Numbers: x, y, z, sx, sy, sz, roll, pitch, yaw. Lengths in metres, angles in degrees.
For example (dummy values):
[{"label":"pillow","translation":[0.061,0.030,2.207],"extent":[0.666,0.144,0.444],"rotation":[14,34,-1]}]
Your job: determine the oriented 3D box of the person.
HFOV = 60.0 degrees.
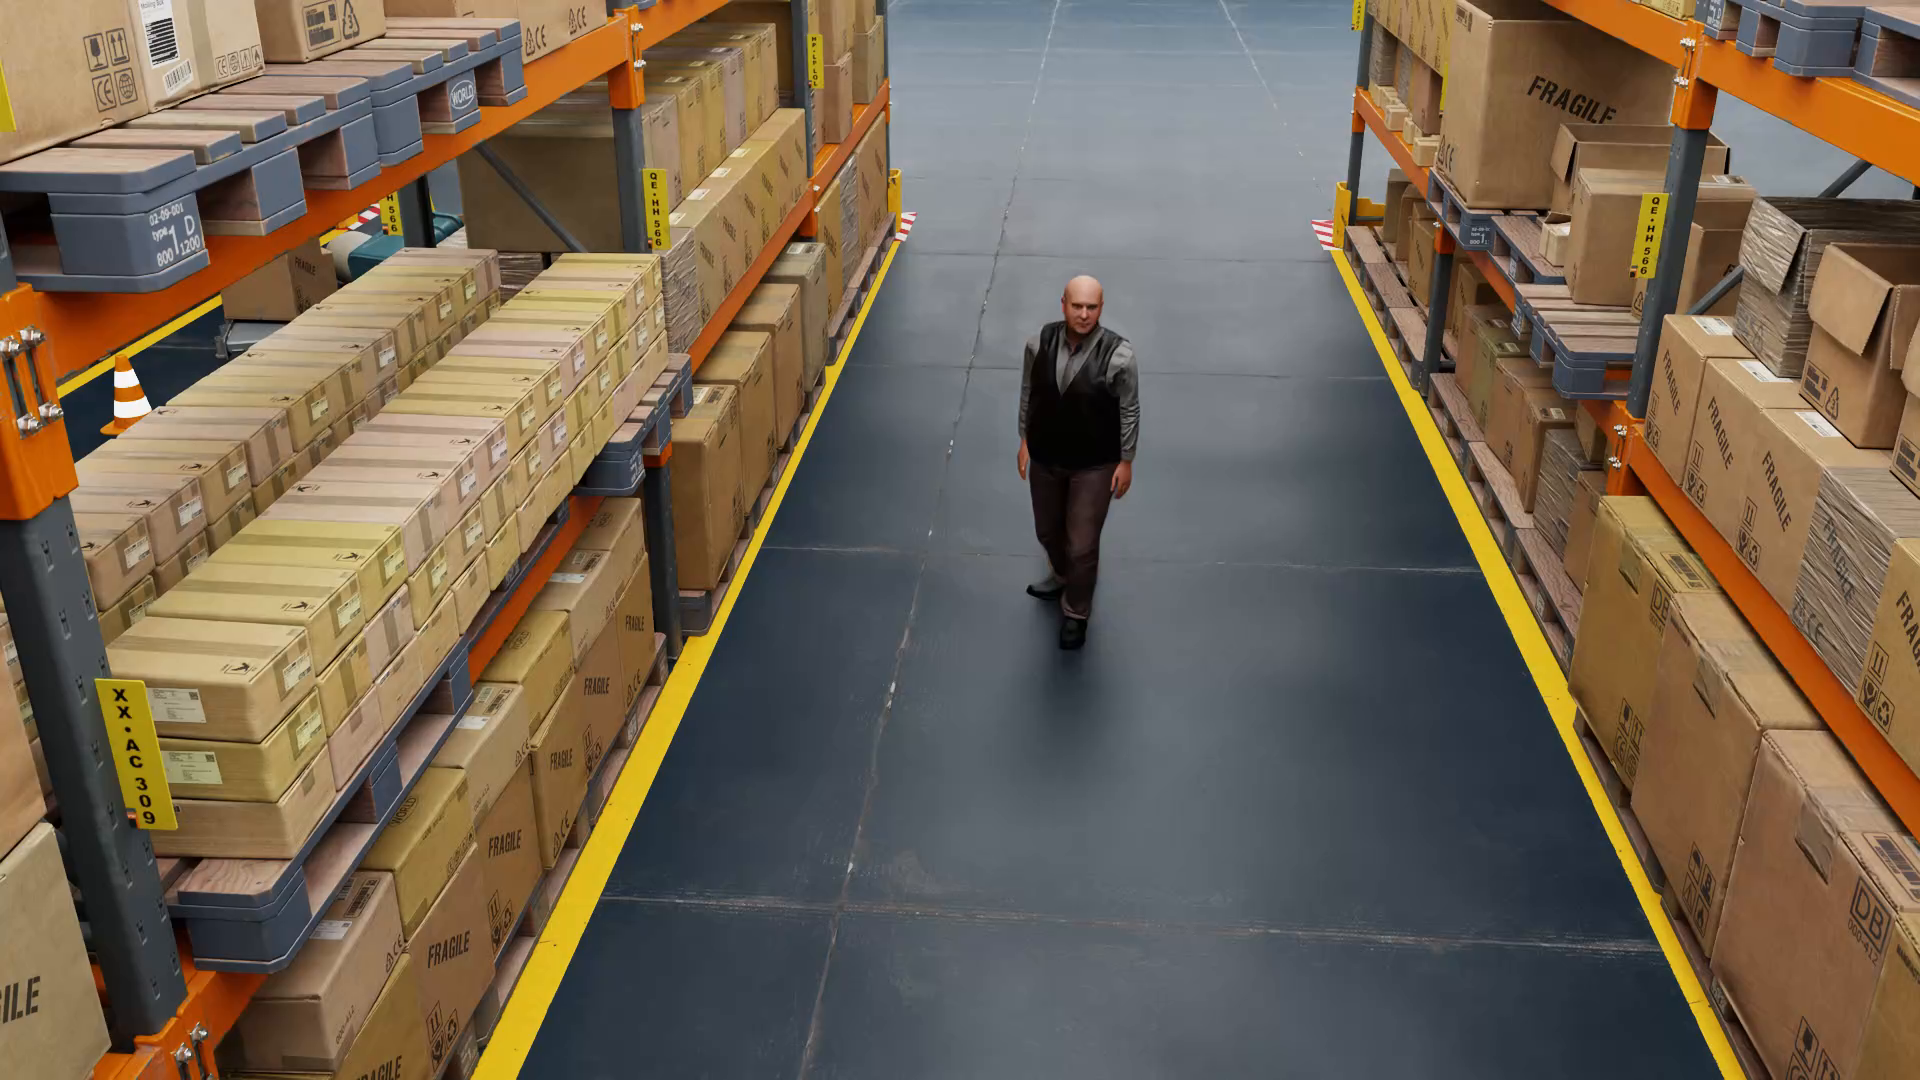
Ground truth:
[{"label":"person","translation":[0.538,-0.388,7.495],"extent":[0.577,1.708,0.556],"rotation":[12,27,25]}]
